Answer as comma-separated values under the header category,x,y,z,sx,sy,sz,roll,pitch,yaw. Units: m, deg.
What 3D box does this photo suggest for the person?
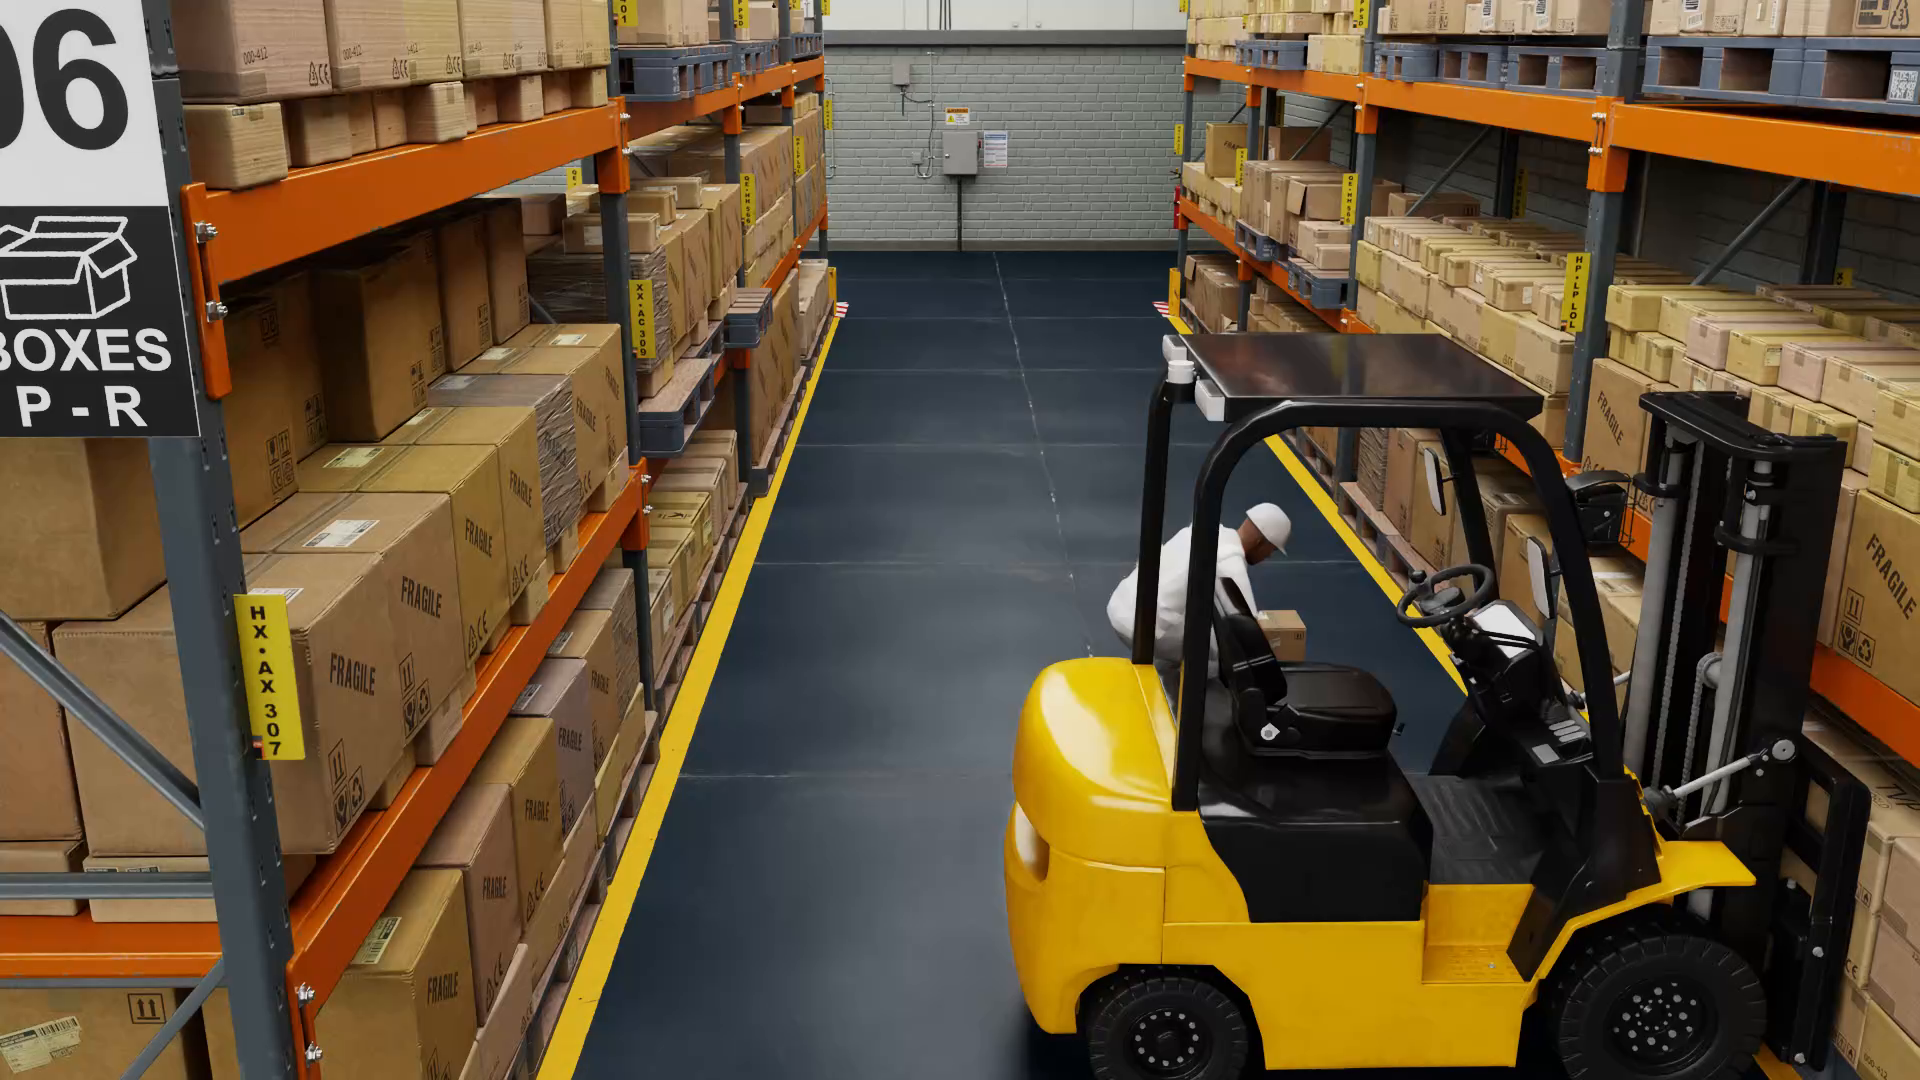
category,x,y,z,sx,sy,sz,roll,pitch,yaw
person,1.135,0.320,7.782,0.887,0.999,0.589,0,17,-1
